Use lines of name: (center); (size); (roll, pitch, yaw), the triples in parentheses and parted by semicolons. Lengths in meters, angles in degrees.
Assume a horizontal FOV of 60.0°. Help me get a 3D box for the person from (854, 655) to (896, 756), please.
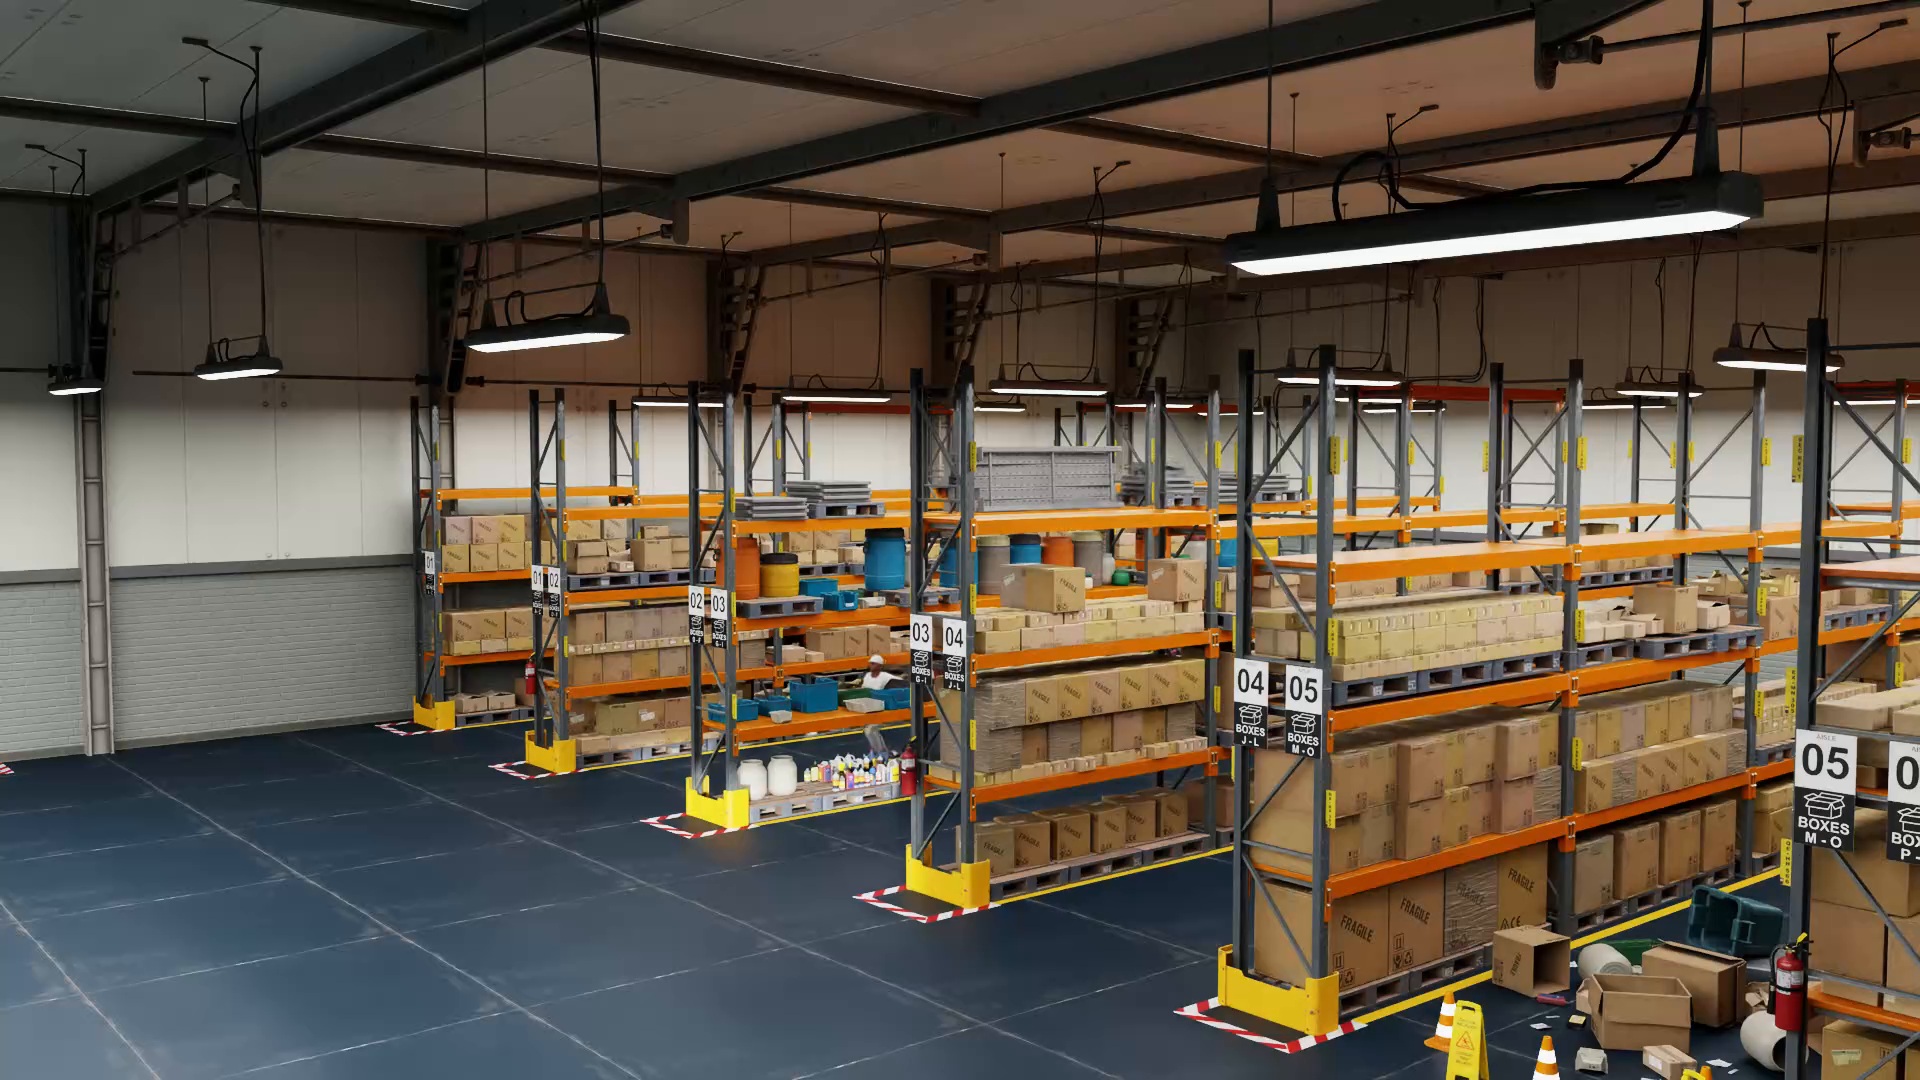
person: (-1.369, 2.729, 26.480); (0.680, 1.792, 0.674); (-3, 5, -43)

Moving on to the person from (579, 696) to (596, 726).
person: (-6.424, 2.673, 28.543); (0.746, 1.654, 0.573); (-3, 5, -42)
